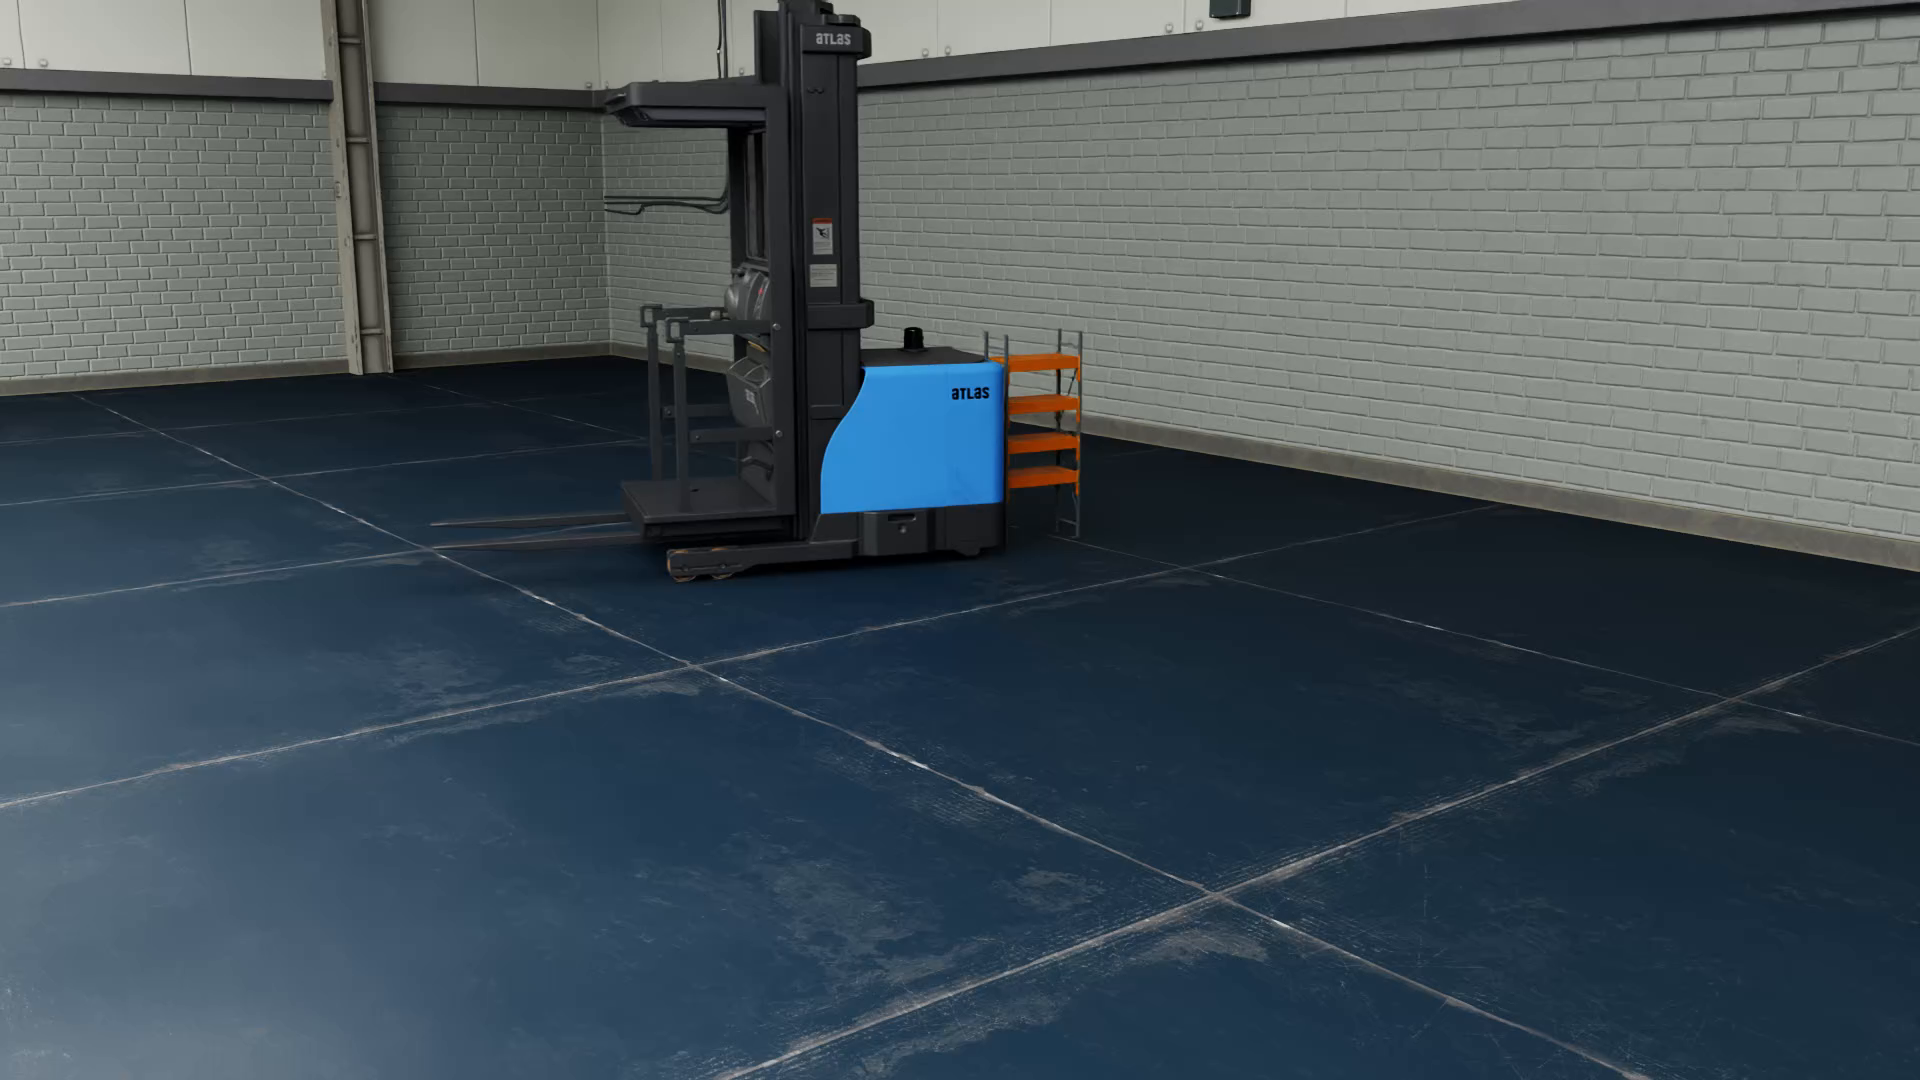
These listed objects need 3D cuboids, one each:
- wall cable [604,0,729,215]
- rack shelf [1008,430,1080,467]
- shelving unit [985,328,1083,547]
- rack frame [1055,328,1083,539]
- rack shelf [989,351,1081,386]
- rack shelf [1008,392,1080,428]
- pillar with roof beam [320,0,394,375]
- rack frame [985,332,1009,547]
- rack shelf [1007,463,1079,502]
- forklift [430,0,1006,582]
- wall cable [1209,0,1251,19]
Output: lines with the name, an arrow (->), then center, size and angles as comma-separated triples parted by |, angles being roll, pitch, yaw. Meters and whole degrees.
wall cable -> -3.364, -4.899, 18.513 | 0.112, 2.526, 3.097 | -9, 15, -38
rack shelf -> 0.417, -0.526, 9.543 | 0.480, 0.148, 0.258 | -7, 14, -29
shelving unit -> 0.417, -0.592, 9.529 | 0.503, 1.200, 0.258 | -7, 14, -29
rack frame -> 0.630, -0.617, 9.647 | 0.015, 1.200, 0.240 | -7, 14, -29
rack shelf -> 0.417, -0.977, 9.448 | 0.480, 0.148, 0.258 | -7, 14, -29
rack shelf -> 0.417, -0.745, 9.497 | 0.480, 0.148, 0.258 | -7, 14, -29
pillar with roof beam -> -3.801, -5.552, 14.112 | 0.400, 9.000, 9.100 | -9, 15, -38
rack frame -> 0.205, -0.567, 9.412 | 0.015, 1.200, 0.240 | -7, 14, -29
rack shelf -> 0.417, -0.332, 9.585 | 0.480, 0.148, 0.258 | -7, 14, -29
forklift -> -1.321, -1.339, 8.878 | 3.031, 2.935, 1.130 | -4, 13, -18
wall cable -> 2.554, -6.540, 10.576 | 0.169, 6.003, 2.305 | -9, 15, -38
